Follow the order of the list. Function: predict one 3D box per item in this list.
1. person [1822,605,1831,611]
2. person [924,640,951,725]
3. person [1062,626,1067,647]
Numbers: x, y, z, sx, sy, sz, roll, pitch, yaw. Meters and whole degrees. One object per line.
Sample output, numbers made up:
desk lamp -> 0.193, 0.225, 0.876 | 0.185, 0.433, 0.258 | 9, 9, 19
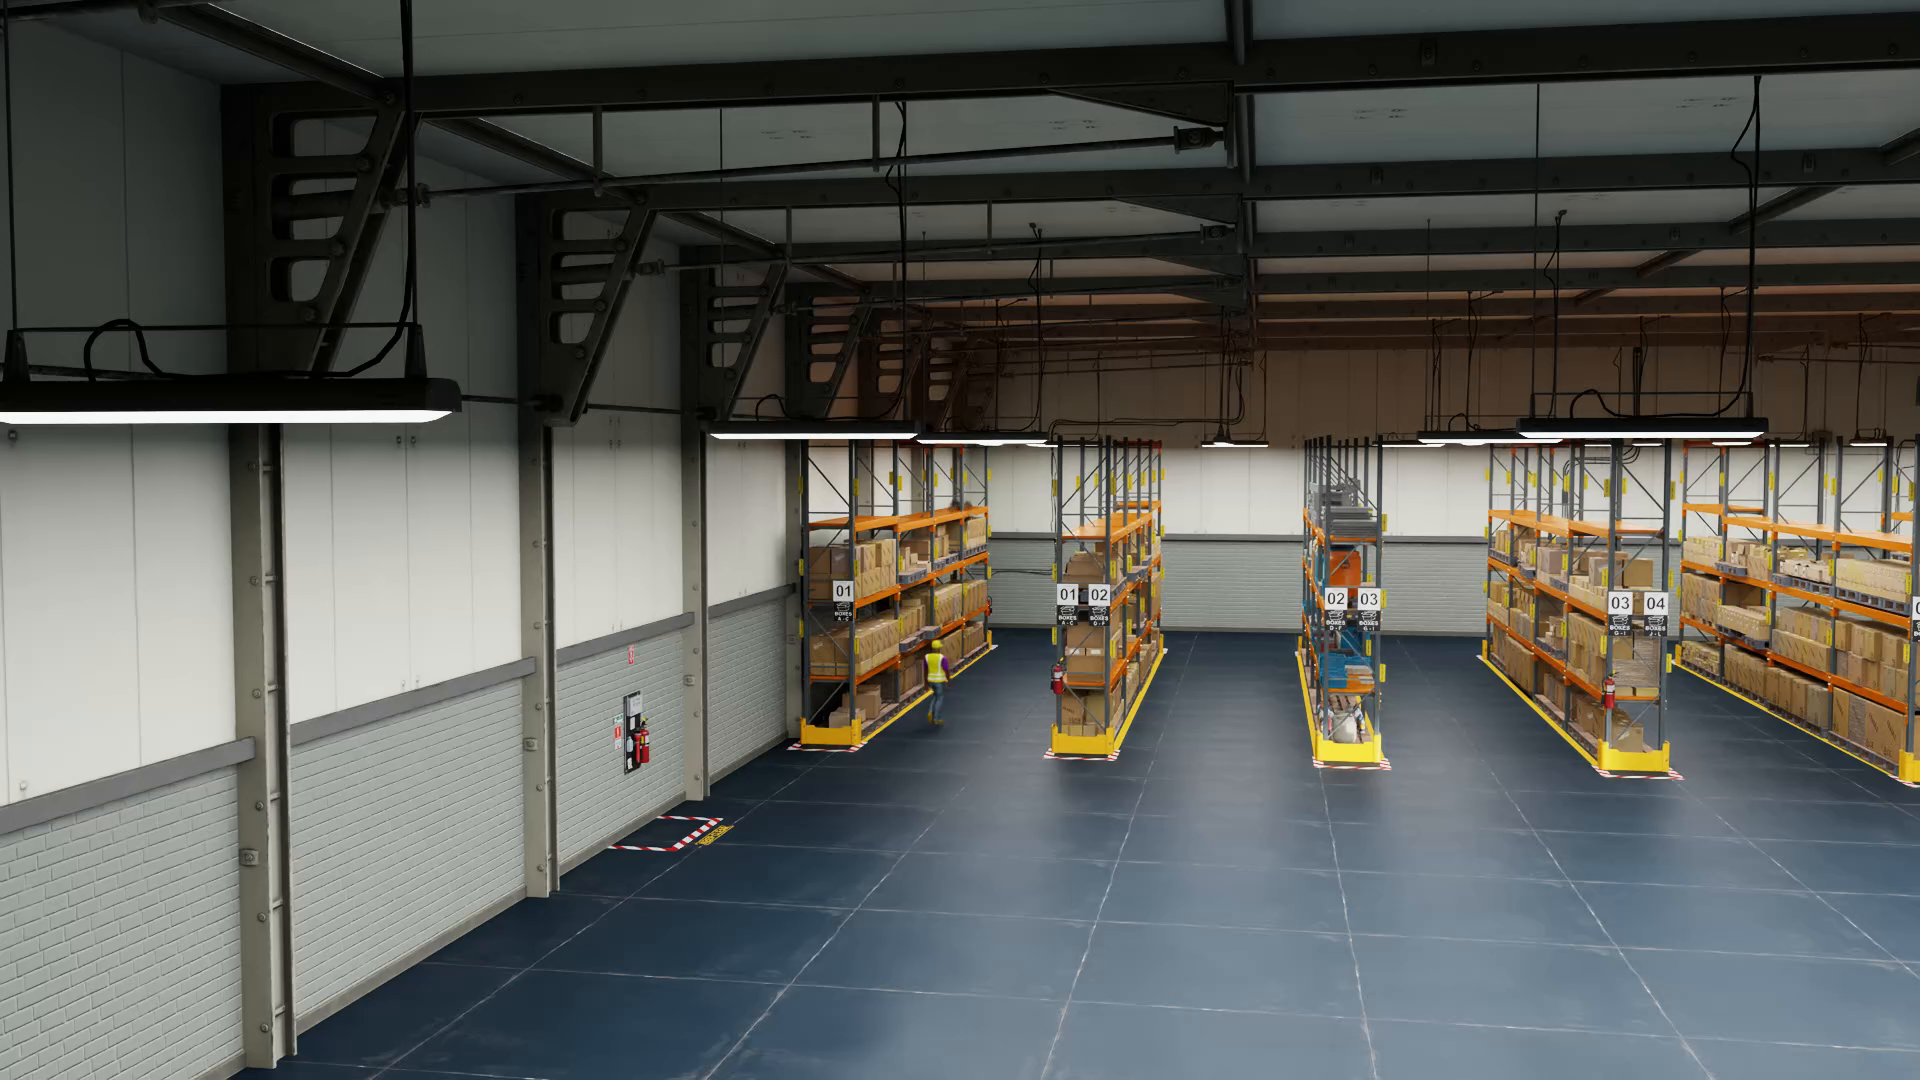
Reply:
person -> 22.831, 2.535, 43.885 | 0.565, 1.665, 0.395 | -3, 4, -39
person -> -0.444, 2.954, 34.608 | 0.473, 1.763, 0.598 | -3, 4, -44
person -> 2.953, 2.514, 43.518 | 0.767, 1.716, 0.564 | -1, 3, -24
